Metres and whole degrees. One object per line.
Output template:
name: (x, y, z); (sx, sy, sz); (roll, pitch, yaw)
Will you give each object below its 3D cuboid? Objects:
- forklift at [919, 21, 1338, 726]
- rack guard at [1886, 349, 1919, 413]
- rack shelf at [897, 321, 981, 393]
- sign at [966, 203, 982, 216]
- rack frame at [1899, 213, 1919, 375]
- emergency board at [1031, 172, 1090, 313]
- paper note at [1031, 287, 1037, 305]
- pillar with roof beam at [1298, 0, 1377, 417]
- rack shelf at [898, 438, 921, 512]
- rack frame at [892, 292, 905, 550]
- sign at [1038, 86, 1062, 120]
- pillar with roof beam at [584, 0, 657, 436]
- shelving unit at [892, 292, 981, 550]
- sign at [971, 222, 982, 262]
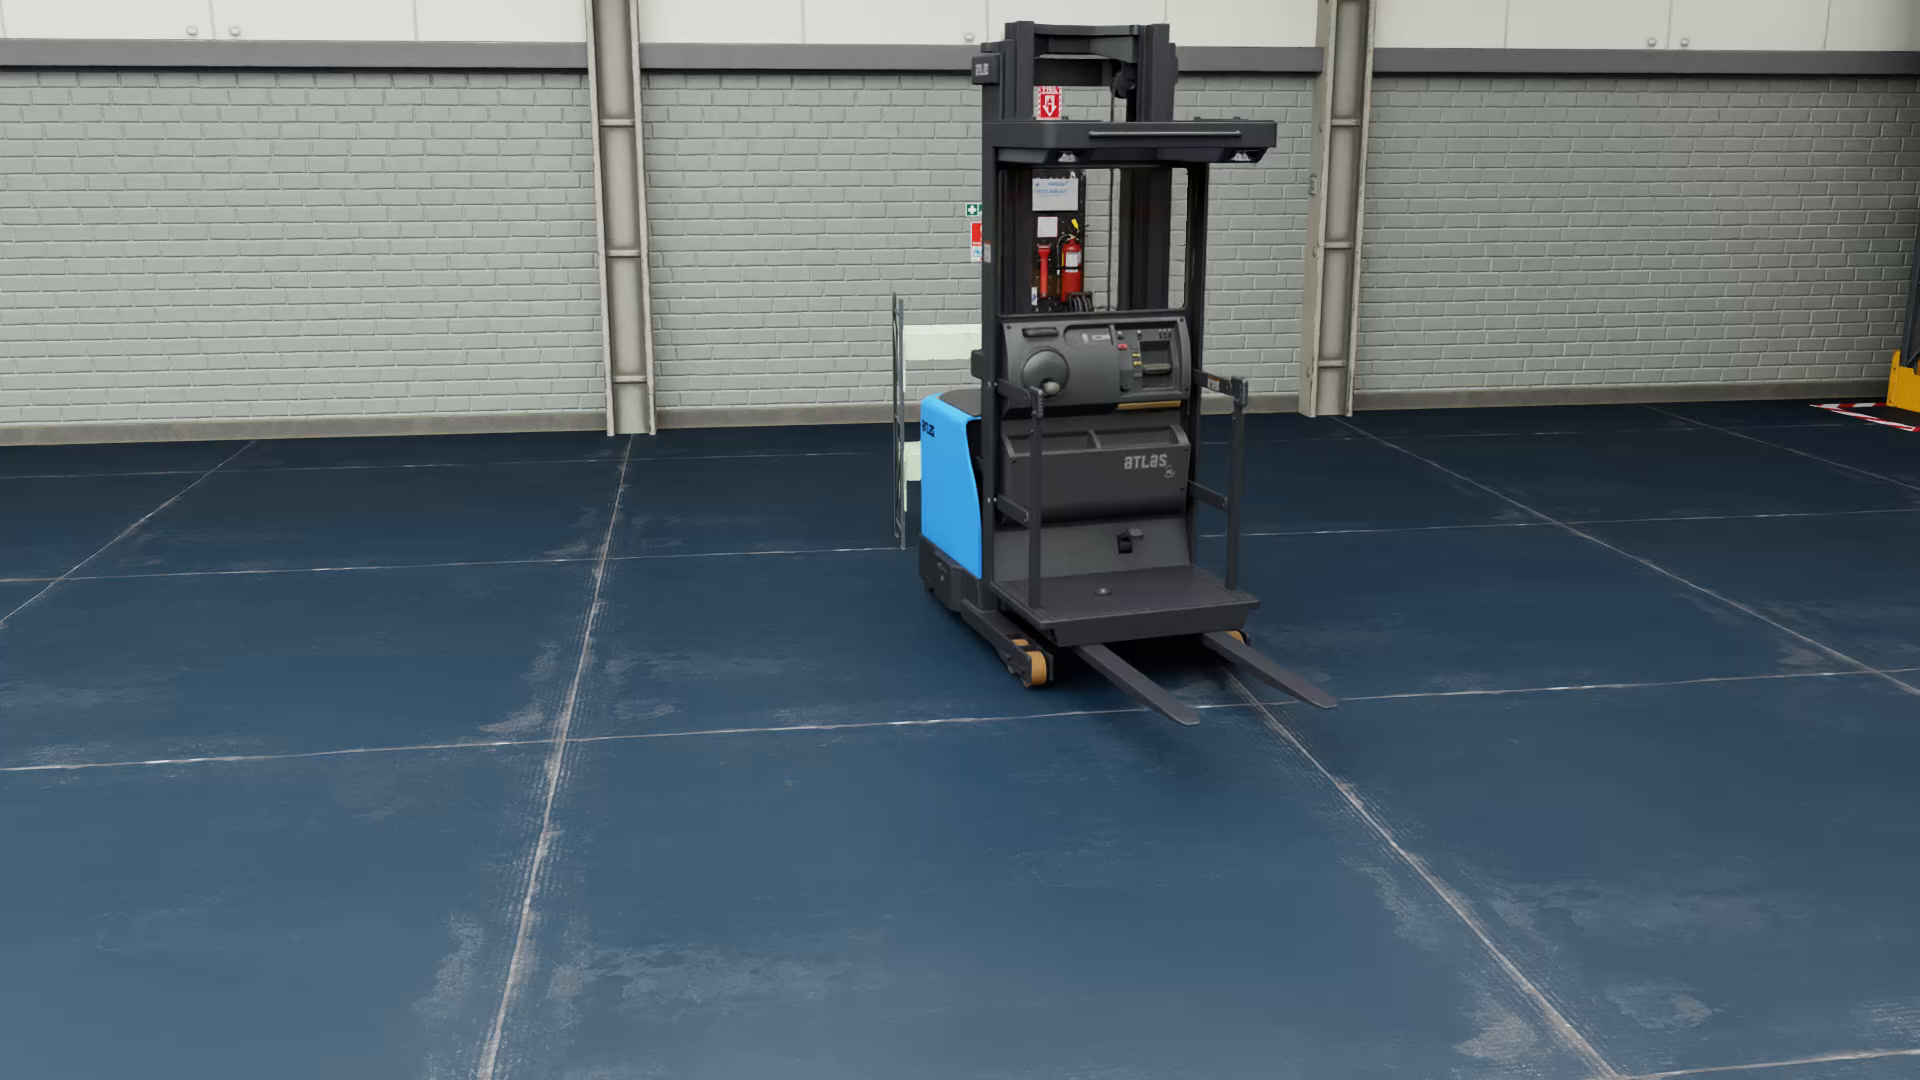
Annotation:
forklift: (0.720, -0.863, 7.639); (1.130, 2.935, 3.031); (-5, 15, -18)
rack guard: (8.662, -1.343, 14.550); (0.348, 0.500, 1.175); (-2, 14, -8)
rack shelf: (-0.007, -1.106, 9.943); (0.720, 0.370, 0.431); (-2, 14, -8)
sign: (0.211, -2.766, 13.920); (0.331, 0.109, 0.001); (-2, 14, -8)
rack frame: (8.586, -2.553, 14.235); (0.127, 3.000, 1.000); (-2, 14, -8)
emergency board: (0.767, -2.488, 13.978); (0.643, 1.169, 0.194); (-2, 14, -8)
paper note: (0.582, -2.071, 14.126); (0.142, 0.148, 0.016); (-2, 14, -8)
pillar with roof beam: (3.858, -4.443, 9.440); (0.400, 9.000, 9.100); (-2, 14, -8)
rack shelf: (-0.007, -0.411, 10.118); (0.720, 0.370, 0.431); (-2, 14, -8)
rack frame: (-0.369, -0.714, 9.986); (0.023, 1.500, 0.400); (-2, 14, -8)
sign: (0.745, -3.637, 13.790); (0.199, 0.298, 0.001); (-2, 14, -8)
pillar with roof beam: (-2.075, -4.226, 8.573); (0.400, 9.000, 9.100); (-2, 14, -8)
shelving unit: (-0.007, -0.727, 10.038); (0.755, 1.500, 0.431); (-2, 14, -8)
sign: (0.205, -2.511, 13.993); (0.234, 0.329, 0.001); (-2, 14, -8)
